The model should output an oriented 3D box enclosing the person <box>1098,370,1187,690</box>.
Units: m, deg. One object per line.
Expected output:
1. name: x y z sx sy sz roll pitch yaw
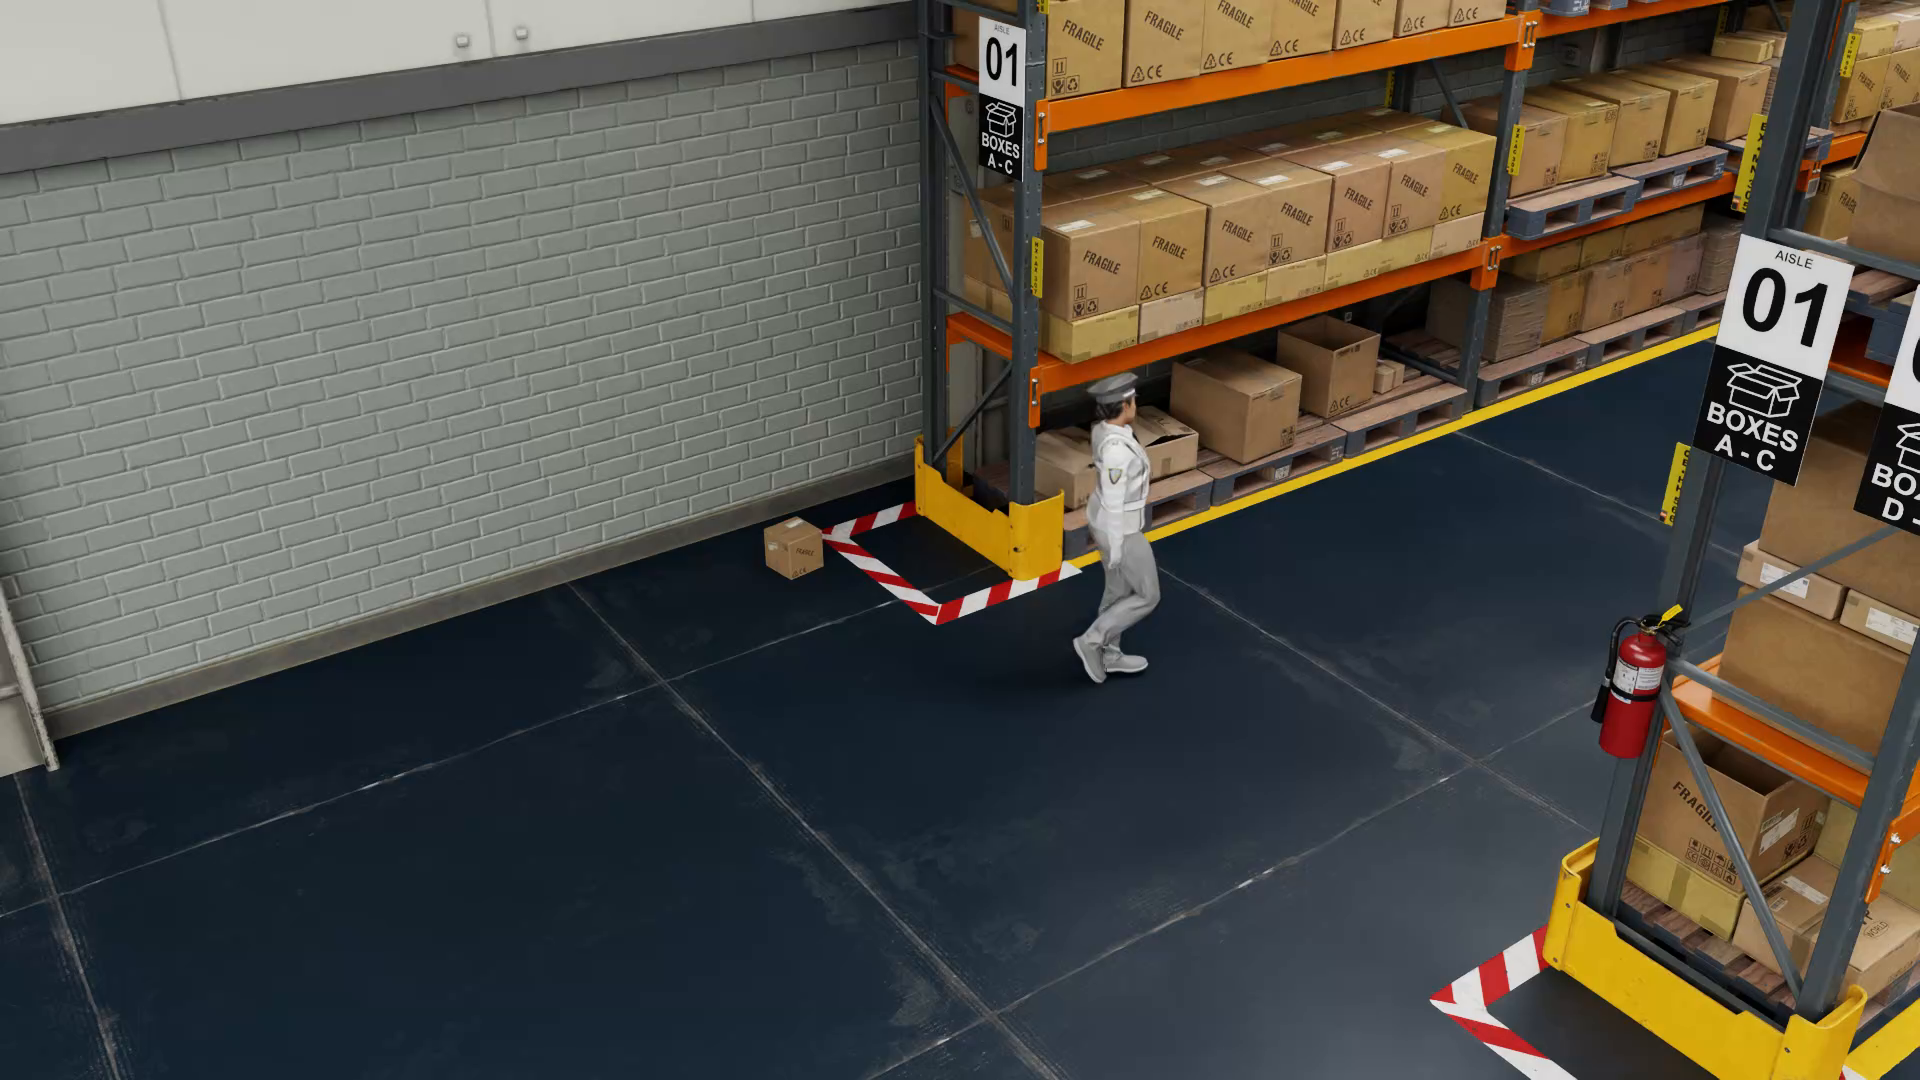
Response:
1. person: 0.948 -0.046 8.690 0.429 1.685 0.552 -6 29 -11
